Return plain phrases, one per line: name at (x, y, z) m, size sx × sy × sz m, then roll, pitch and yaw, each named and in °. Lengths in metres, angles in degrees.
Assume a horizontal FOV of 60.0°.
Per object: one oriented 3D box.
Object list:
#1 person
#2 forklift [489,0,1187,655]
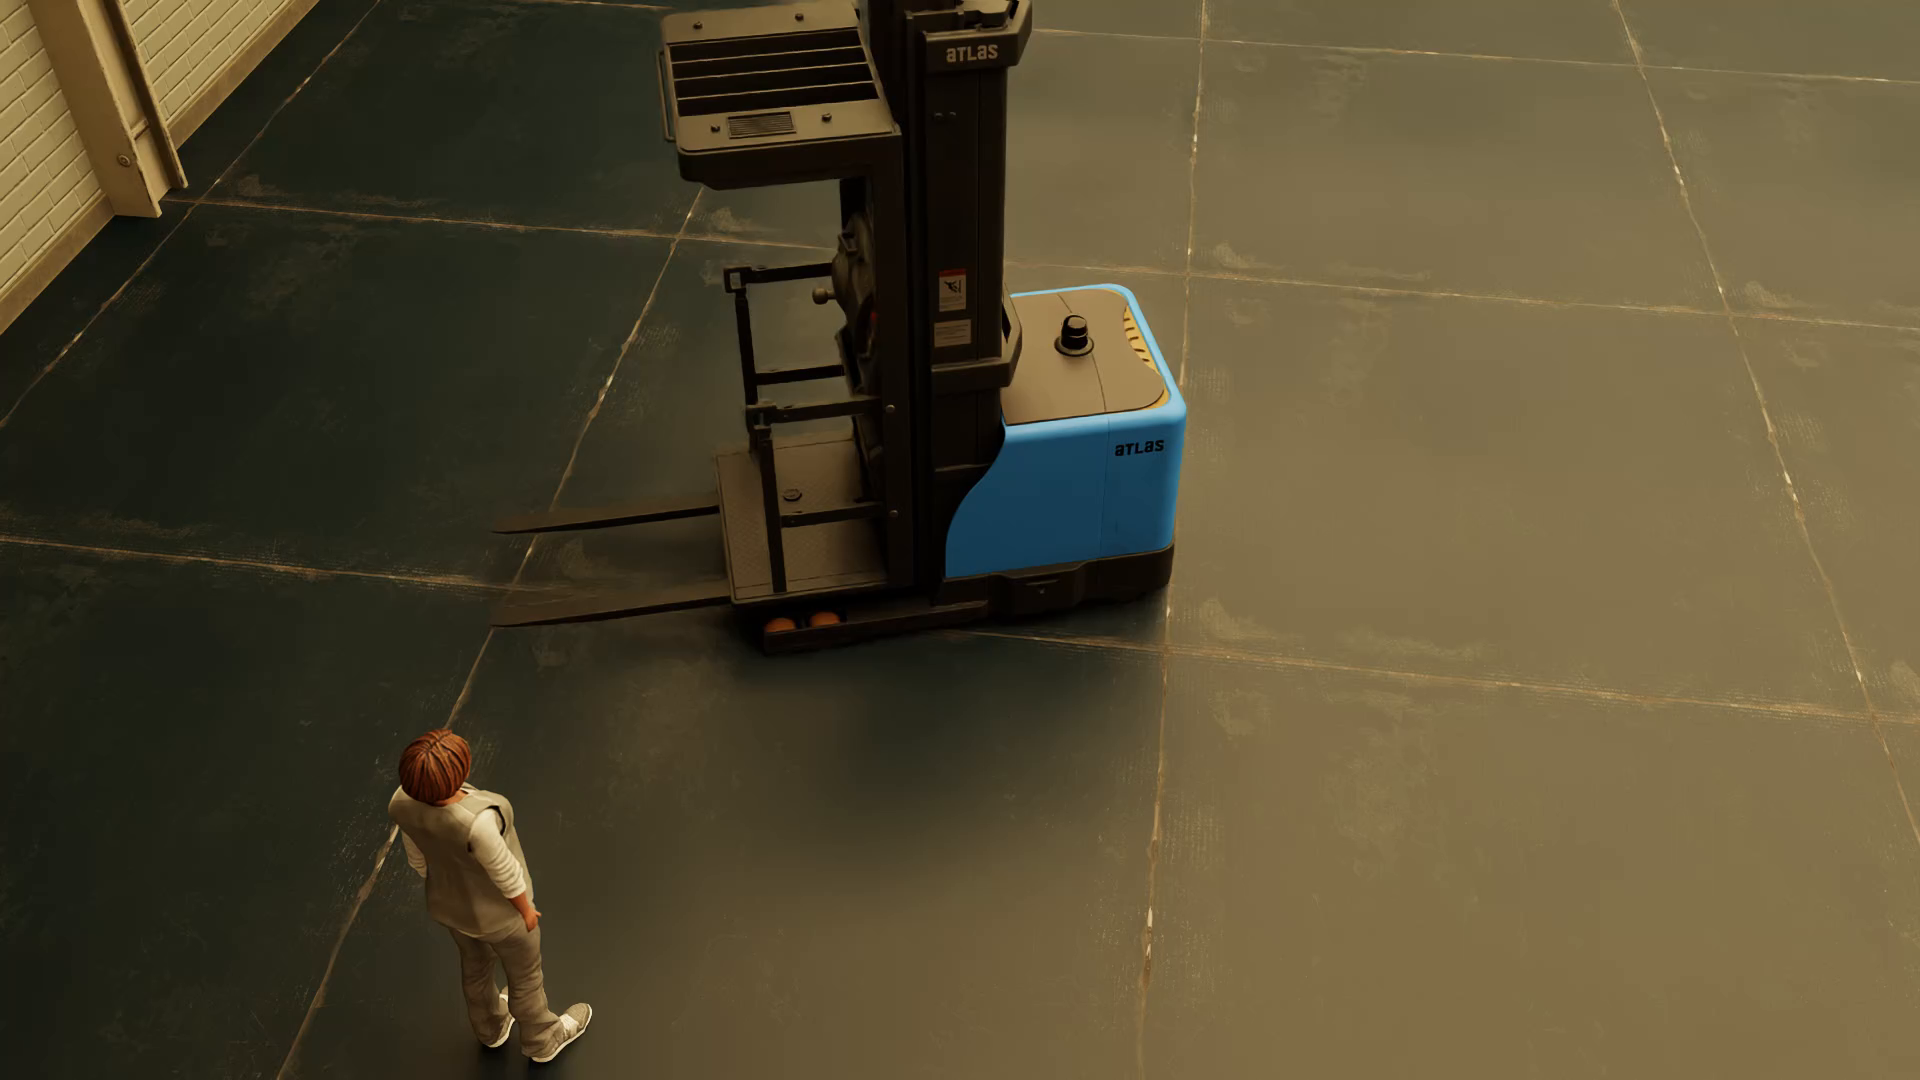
person at (-1.558, 1.171, 5.434) m, size 0.405 × 1.603 × 0.313 m, roll 15°, pitch 45°, yaw 15°
forklift at (-0.606, -0.964, 6.774) m, size 3.031 × 2.935 × 1.130 m, roll -7°, pitch 43°, yaw -8°
